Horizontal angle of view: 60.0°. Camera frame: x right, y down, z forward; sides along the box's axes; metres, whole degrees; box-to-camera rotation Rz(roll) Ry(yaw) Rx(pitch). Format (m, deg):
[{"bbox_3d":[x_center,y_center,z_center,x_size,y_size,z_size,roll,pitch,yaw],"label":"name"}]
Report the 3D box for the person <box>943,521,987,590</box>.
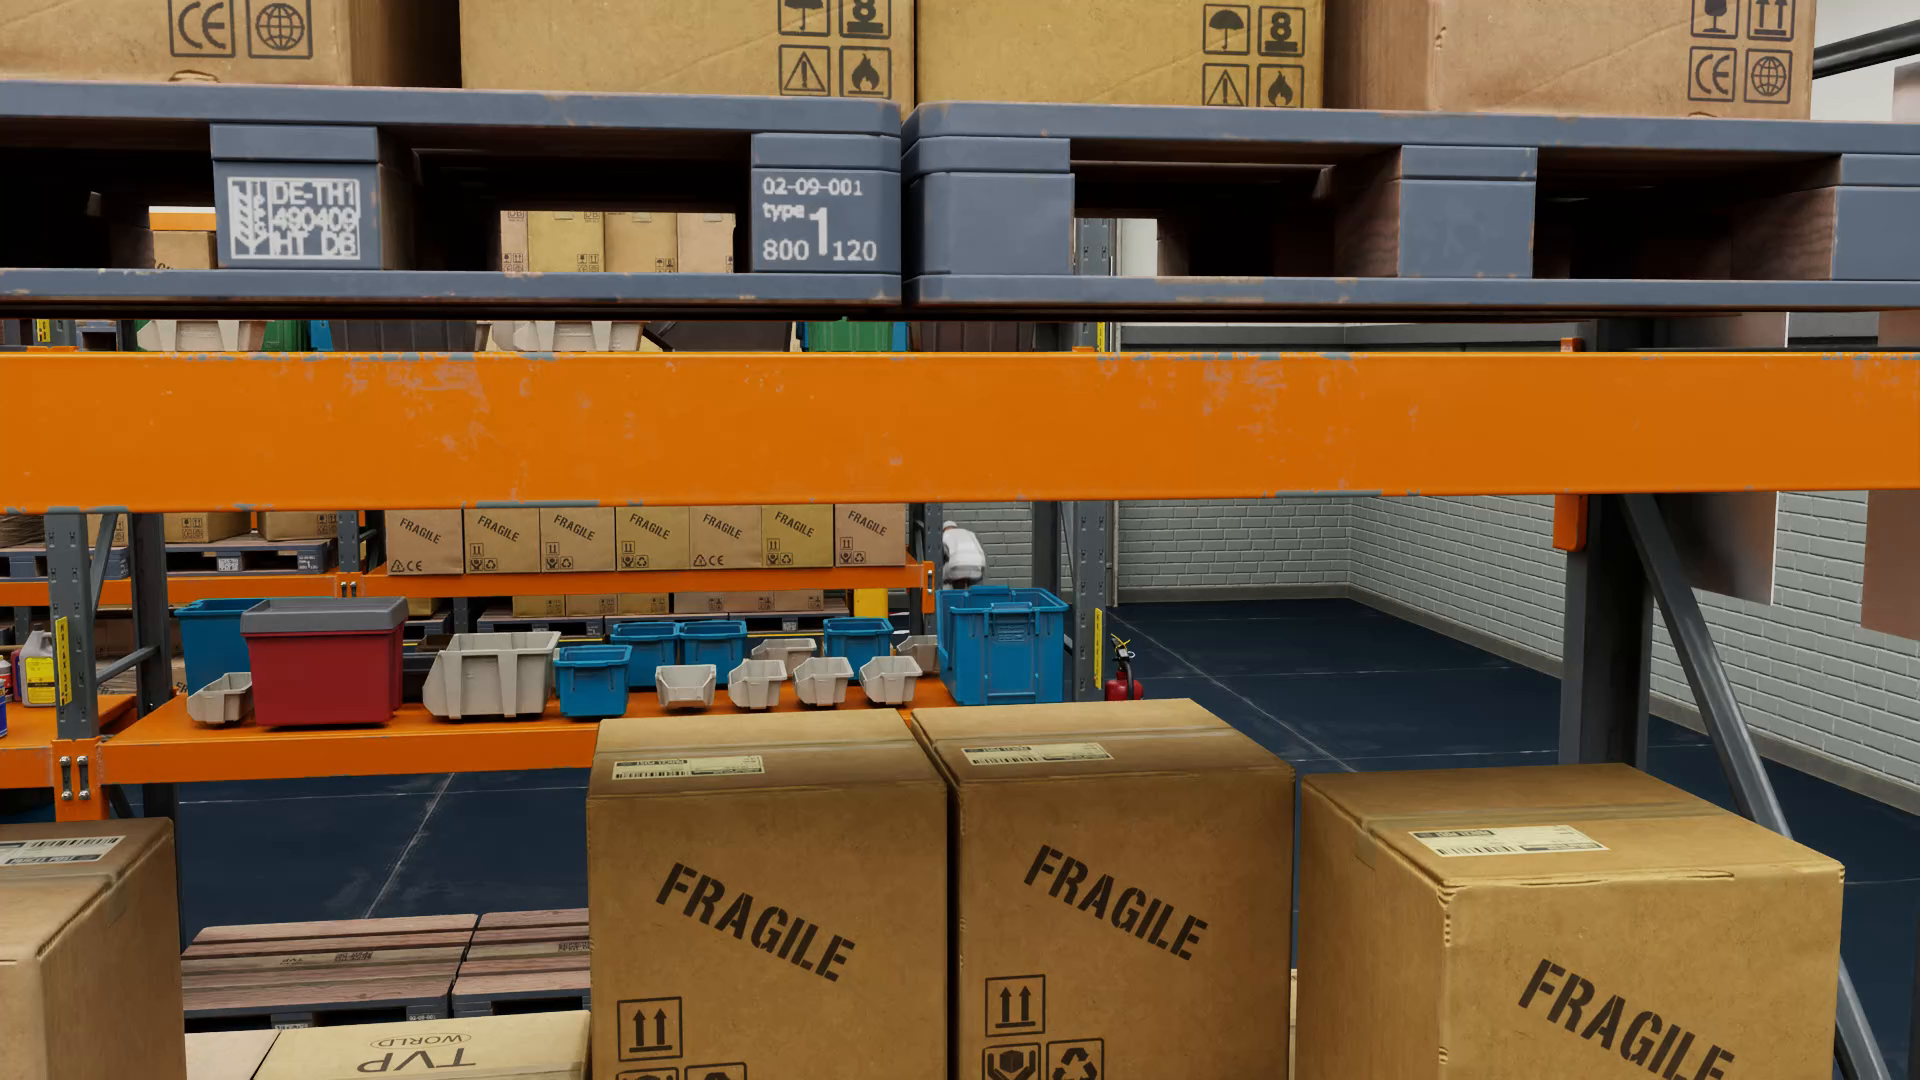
[{"bbox_3d":[-0.011,0.314,17.956,0.539,0.981,0.937,-1,7,-12],"label":"person"}]
